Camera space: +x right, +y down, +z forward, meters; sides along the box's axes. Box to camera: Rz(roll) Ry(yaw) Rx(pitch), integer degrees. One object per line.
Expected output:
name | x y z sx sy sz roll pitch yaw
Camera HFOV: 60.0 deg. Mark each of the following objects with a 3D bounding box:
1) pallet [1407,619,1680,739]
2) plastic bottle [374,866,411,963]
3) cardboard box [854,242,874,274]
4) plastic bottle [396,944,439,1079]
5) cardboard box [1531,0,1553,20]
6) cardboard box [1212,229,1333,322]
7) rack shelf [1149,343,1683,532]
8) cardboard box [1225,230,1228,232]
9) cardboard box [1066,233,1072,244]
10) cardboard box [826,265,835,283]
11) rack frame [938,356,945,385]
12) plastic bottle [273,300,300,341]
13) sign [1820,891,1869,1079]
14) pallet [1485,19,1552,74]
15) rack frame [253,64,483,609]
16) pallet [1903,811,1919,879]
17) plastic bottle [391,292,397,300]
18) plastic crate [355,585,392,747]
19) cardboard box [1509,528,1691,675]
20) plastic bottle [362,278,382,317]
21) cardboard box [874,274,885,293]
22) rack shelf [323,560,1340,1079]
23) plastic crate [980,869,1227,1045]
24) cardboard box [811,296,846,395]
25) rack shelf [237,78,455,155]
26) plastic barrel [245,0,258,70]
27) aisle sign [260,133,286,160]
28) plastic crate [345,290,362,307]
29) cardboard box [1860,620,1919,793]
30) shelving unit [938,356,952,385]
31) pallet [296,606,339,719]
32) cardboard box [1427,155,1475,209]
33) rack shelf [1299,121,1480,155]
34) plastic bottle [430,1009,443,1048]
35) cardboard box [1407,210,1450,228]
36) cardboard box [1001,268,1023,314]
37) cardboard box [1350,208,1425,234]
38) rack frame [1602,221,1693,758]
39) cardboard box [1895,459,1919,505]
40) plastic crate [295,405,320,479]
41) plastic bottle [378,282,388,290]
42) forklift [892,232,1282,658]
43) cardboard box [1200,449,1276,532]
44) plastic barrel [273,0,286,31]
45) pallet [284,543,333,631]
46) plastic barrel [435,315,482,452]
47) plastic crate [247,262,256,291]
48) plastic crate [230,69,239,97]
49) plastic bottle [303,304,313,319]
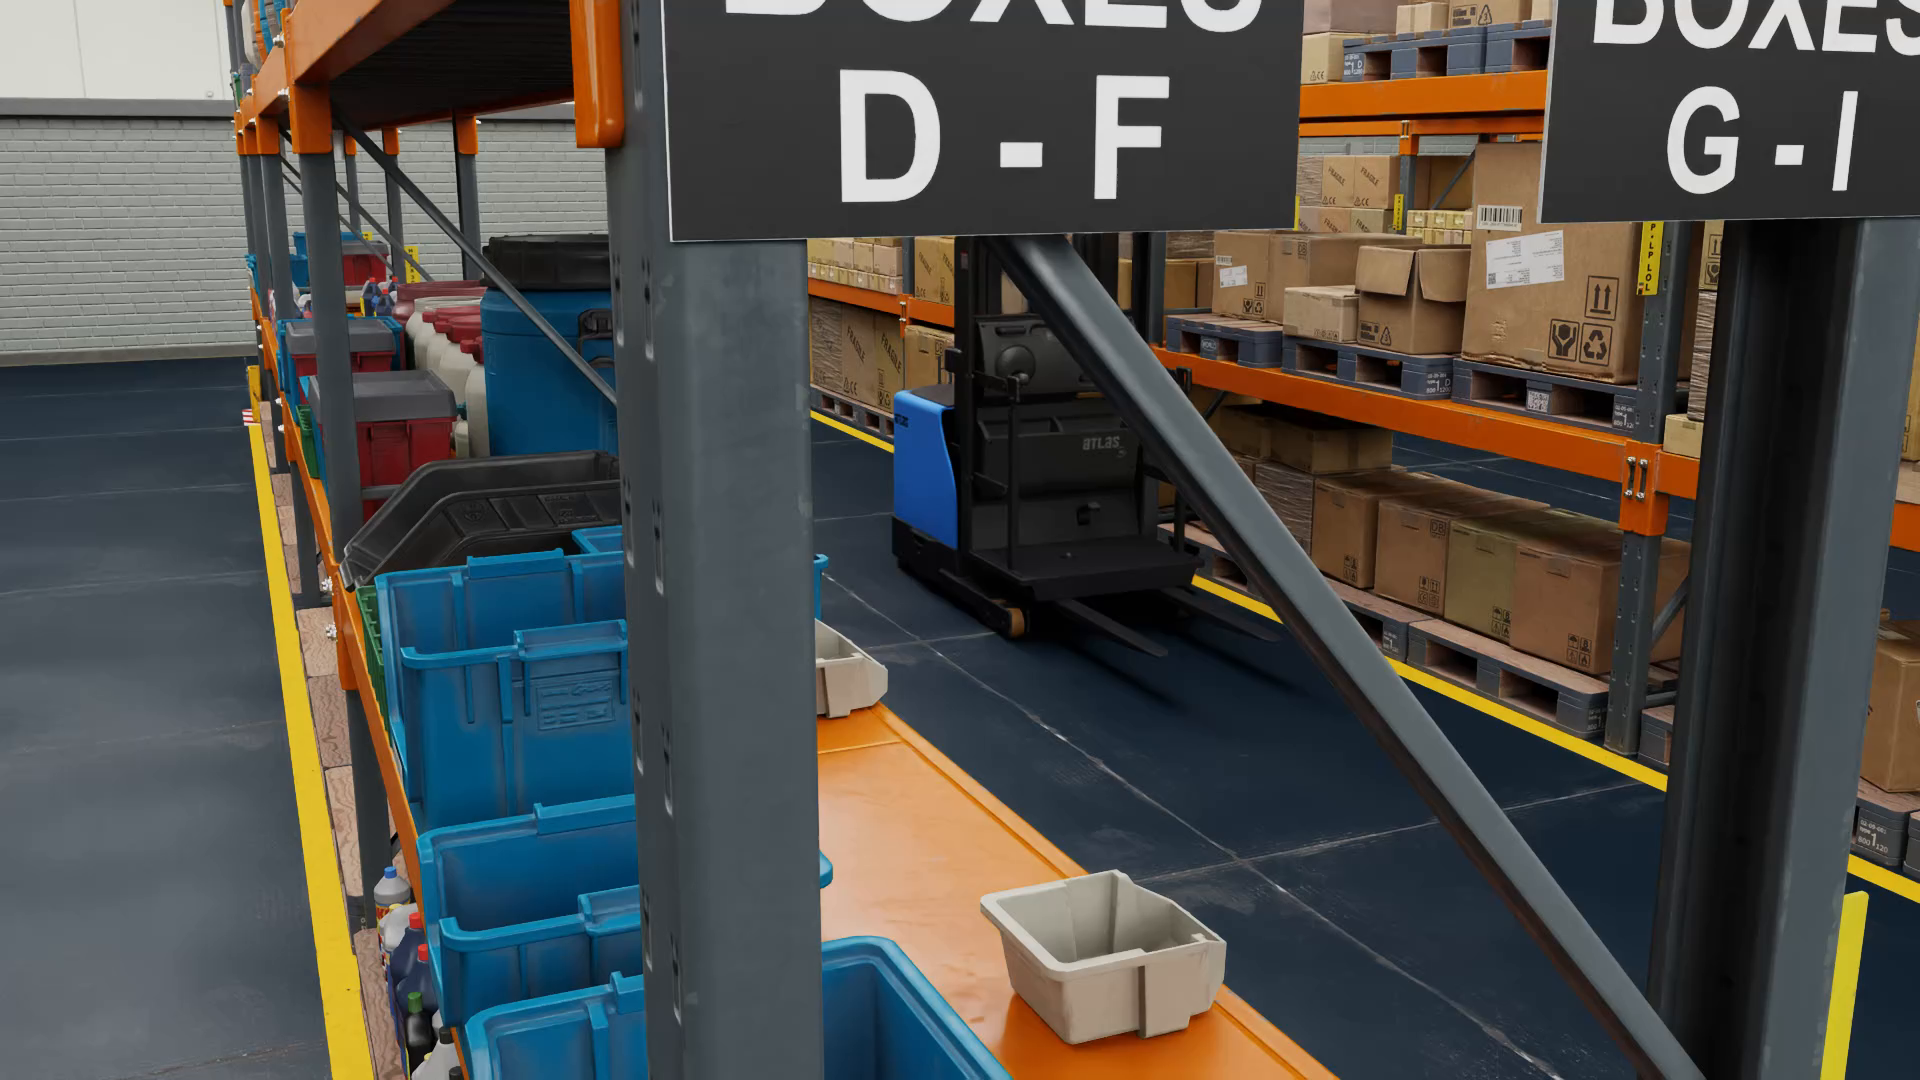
pallet | 2.893 0.589 7.857 1.003 0.211 1.213 -6 14 -23
plastic bottle | -1.606 1.059 4.718 0.097 0.271 0.097 0 13 0
cardboard box | -0.625 -2.508 14.726 0.500 0.250 0.500 -5 14 -21
plastic bottle | -1.313 1.158 4.113 0.144 0.351 0.185 -6 14 -25
cardboard box | 2.738 -2.395 7.278 0.396 0.266 0.258 -5 14 -21
cardboard box | 1.857 -1.581 9.894 0.500 0.500 0.500 -8 15 -30
rack shelf | 2.405 -0.672 8.715 1.077 0.370 4.000 -6 14 -23
cardboard box | 3.149 -3.483 18.384 0.500 0.500 0.500 -6 14 -23
cardboard box | 1.067 -2.260 11.536 0.797 0.503 0.637 -5 14 -22
cardboard box | -1.037 -2.491 15.537 0.380 0.149 0.250 -5 14 -22
rack frame | -0.031 -0.600 10.803 0.240 1.200 0.006 -6 14 -23
plastic bottle | -4.236 -1.385 10.475 0.152 0.276 0.135 -6 14 -23
sign | 0.776 0.481 1.524 0.100 0.325 0.005 -6 14 -23
pallet | 3.057 -2.116 7.124 1.213 0.211 1.003 -6 14 -23
rack frame | -2.934 -0.988 8.486 1.000 3.000 0.127 -6 14 -23
pallet | 4.000 1.138 5.486 1.003 0.211 1.213 -6 14 -23
plastic bottle | -3.680 -1.494 10.948 0.152 0.276 0.135 -6 14 -23
plastic crate | -1.047 0.248 3.617 0.450 0.188 0.662 -6 14 -23
cardboard box | 2.980 0.266 7.637 0.700 0.500 0.500 -7 15 -27
plastic bottle | -3.927 -1.579 11.148 0.144 0.351 0.185 -6 14 -23
cardboard box | -0.524 -2.226 14.392 0.380 0.149 0.250 -5 14 -22
rack shelf | -0.531 0.602 3.211 1.077 0.370 4.000 -6 14 -23
plastic crate | 0.207 0.579 2.299 0.298 0.136 0.250 -6 14 -23
cardboard box | -0.907 -1.945 16.400 0.875 0.875 0.875 -6 14 -23
rack shelf | -3.735 -2.512 10.014 1.077 0.370 4.000 -6 14 -23
plastic barrel | -3.091 -2.412 7.738 0.421 0.512 0.421 0 13 0
aisle sign | -6.440 -3.895 15.282 0.394 0.787 0.004 -6 14 -23
plastic crate | -4.592 -1.824 12.551 0.396 0.136 0.243 -6 14 -23
cardboard box | 3.566 0.608 6.202 0.500 0.500 0.500 -1 13 -5
shelving unit | 0.006 -0.582 10.722 0.258 1.200 0.189 -6 14 -23
pallet | -2.660 0.534 8.094 1.003 0.211 1.213 -6 14 -23
cardboard box | 4.629 -3.485 16.175 0.500 0.500 0.500 -5 14 -22
rack shelf | 3.786 -4.213 17.363 1.077 0.370 4.000 -6 14 -23
plastic bottle | -1.220 1.224 4.006 0.097 0.271 0.097 0 13 0
cardboard box | 4.323 -2.938 15.218 0.380 0.149 0.250 -5 14 -20
cardboard box | 0.571 -1.879 12.115 0.500 0.500 0.500 -5 14 -22
cardboard box | 4.134 -2.957 16.112 0.500 0.500 0.500 -6 14 -23
rack frame | 3.206 -0.609 6.848 1.000 3.000 0.127 -6 14 -23
cardboard box | 3.402 -0.207 5.668 0.380 0.149 0.250 -6 14 -23
plastic crate | -2.288 -0.393 6.384 0.450 0.188 0.662 -6 14 -23
plastic bottle | -4.083 -1.702 11.845 0.152 0.276 0.135 -6 14 -23
forklift | 0.623 -1.023 8.791 1.130 2.935 3.031 -5 14 -22
cardboard box | 1.891 -0.295 10.061 0.700 0.500 0.500 -6 15 -26
plastic barrel | -1.735 -1.953 4.890 0.600 0.901 0.708 -6 14 -23
pallet | -3.288 0.212 9.488 1.003 0.211 1.213 -6 14 -23
plastic barrel | -1.808 -0.597 6.494 0.433 0.535 0.433 0 13 0
plastic crate | -5.814 -2.236 14.115 0.416 0.233 0.300 -6 14 -23
plastic crate | -5.779 -3.731 13.825 0.504 0.338 0.767 -6 14 -23
plastic bottle | -3.887 -1.263 9.935 0.061 0.283 0.133 -6 14 -23
